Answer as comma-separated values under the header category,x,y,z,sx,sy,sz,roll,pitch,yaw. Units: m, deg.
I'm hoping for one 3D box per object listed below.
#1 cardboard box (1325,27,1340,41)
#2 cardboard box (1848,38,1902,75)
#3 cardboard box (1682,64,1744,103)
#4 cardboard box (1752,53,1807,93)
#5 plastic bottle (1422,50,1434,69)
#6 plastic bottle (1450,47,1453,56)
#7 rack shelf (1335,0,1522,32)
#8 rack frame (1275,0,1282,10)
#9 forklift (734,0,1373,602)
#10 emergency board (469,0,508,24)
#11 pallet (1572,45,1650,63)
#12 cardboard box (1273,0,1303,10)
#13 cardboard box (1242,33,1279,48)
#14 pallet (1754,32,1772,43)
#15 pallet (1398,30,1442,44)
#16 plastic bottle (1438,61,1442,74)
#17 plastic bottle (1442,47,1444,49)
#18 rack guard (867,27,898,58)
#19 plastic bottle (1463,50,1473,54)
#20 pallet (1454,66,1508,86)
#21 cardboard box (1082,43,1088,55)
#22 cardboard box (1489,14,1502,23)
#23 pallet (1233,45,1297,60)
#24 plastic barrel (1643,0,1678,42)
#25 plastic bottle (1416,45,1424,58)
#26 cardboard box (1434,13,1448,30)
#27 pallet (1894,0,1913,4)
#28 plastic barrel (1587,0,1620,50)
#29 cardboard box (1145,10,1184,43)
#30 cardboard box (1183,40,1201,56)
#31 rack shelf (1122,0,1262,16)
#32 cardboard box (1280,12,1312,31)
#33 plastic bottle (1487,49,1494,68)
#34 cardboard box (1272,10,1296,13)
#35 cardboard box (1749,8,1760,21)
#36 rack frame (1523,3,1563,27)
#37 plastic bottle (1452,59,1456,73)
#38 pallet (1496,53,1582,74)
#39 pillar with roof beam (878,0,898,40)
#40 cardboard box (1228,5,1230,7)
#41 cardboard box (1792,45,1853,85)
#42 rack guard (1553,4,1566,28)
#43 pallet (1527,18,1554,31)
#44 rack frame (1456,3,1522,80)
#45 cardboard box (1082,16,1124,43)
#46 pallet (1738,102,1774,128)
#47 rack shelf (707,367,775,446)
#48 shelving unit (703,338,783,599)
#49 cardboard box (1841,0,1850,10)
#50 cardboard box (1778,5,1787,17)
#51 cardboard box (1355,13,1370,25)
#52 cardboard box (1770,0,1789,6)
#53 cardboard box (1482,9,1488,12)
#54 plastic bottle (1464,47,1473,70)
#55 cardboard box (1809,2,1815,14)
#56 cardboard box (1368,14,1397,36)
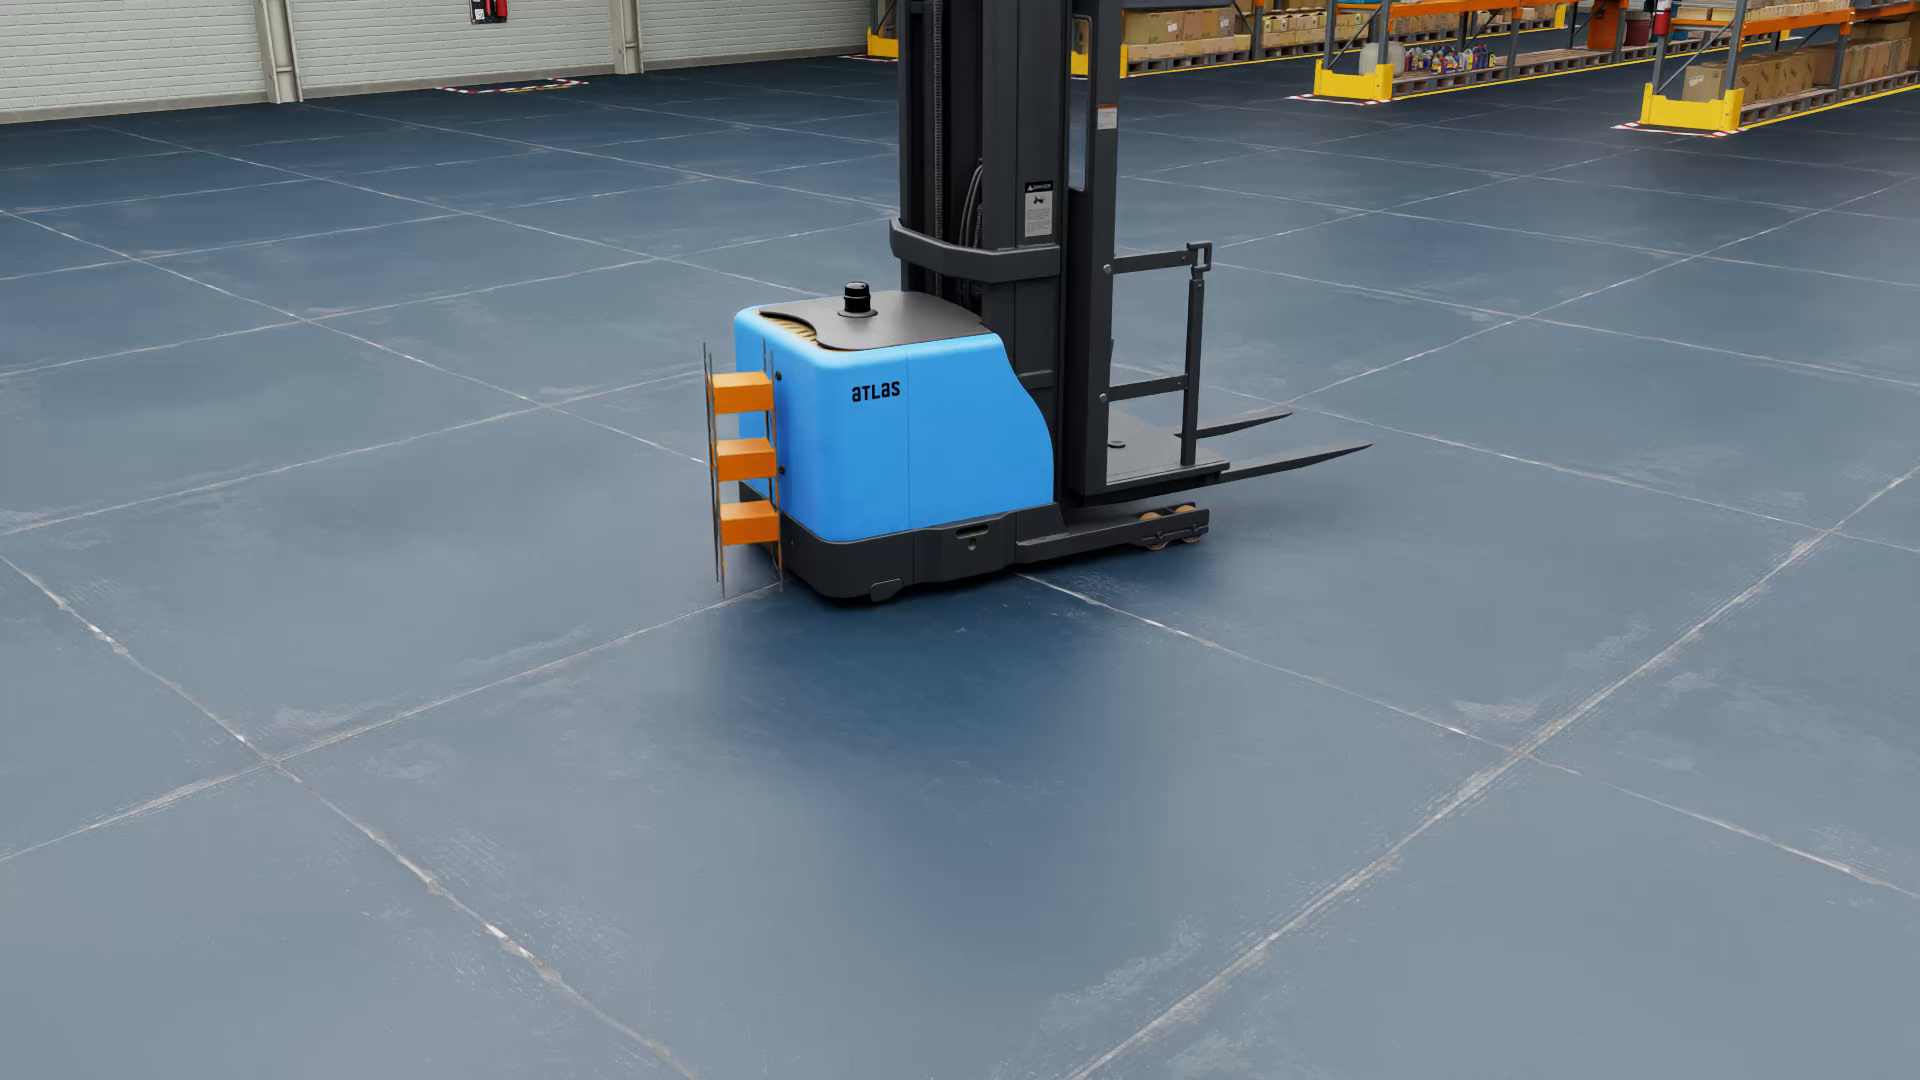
category,x,y,z,sx,sy,sz,roll,pitch,yaw
cardboard box,6.946,-9.723,31.939,0.500,0.250,0.500,-19,28,-41
cardboard box,14.112,-7.504,25.789,0.700,0.500,0.500,16,26,36
cardboard box,9.810,-5.918,21.689,0.500,0.500,0.500,-14,25,-32
cardboard box,11.451,-6.548,23.328,0.500,0.500,0.500,-11,23,-25
plastic bottle,7.439,-7.642,26.460,0.152,0.276,0.135,19,28,41
plastic bottle,7.938,-7.849,26.987,0.061,0.283,0.133,19,28,41
rack shelf,7.209,-8.150,25.601,1.077,0.370,4.000,19,28,41
rack frame,7.087,-13.536,38.611,1.000,3.000,0.127,19,28,41
forklift,0.549,-1.477,7.331,3.031,2.935,1.130,-11,24,-27
emergency board,-7.353,-8.680,25.976,0.194,1.169,0.643,19,28,41
pallet,11.914,-8.940,30.539,1.003,0.211,1.213,19,28,41
cardboard box,7.682,-12.732,39.417,0.700,0.500,0.500,20,29,41
cardboard box,5.516,-9.195,30.564,0.500,0.250,0.500,18,28,39
pallet,16.372,-10.581,34.809,1.003,0.211,1.213,19,28,41
pallet,9.247,-10.462,34.500,1.003,0.211,1.213,19,28,41
plastic bottle,7.374,-7.286,25.636,0.097,0.201,0.097,0,21,0
plastic bottle,7.862,-7.872,27.058,0.135,0.276,0.152,-19,28,-40
rack guard,-1.232,-9.304,31.085,1.175,0.500,0.348,19,28,41
plastic bottle,8.104,-7.678,26.552,0.152,0.276,0.135,19,28,41
pallet,8.105,-7.536,26.888,1.003,0.211,1.213,19,28,41
cardboard box,2.429,-8.337,28.331,0.500,0.250,0.500,19,28,41
cardboard box,11.682,-11.459,36.542,0.380,0.166,0.250,19,28,41
pallet,5.543,-9.138,31.056,1.003,0.211,1.213,19,28,41
plastic barrel,13.299,-9.956,31.635,0.600,0.901,0.708,19,28,41
plastic bottle,7.315,-7.708,26.526,0.144,0.351,0.185,19,28,40
cardboard box,9.798,-10.884,34.581,0.500,0.500,0.500,20,29,41
pallet,13.591,-8.180,24.943,1.003,0.211,1.213,19,28,41
plastic barrel,11.723,-9.341,30.137,0.600,0.830,0.708,19,28,41
cardboard box,3.488,-8.818,28.538,0.500,0.500,0.500,19,28,41
cardboard box,3.848,-8.593,28.996,0.500,0.250,0.500,19,28,41
rack shelf,3.662,-9.391,28.829,1.077,0.370,4.000,19,28,41
cardboard box,6.237,-9.720,31.147,0.500,0.311,0.500,18,27,39
plastic bottle,8.505,-7.731,26.681,0.133,0.283,0.061,-18,28,-39
cardboard box,6.196,-9.982,31.830,0.500,0.311,0.500,19,28,40
cardboard box,9.920,-6.688,21.144,0.380,0.149,0.250,19,28,41
rack frame,13.429,-13.326,38.063,1.000,3.000,0.127,19,28,41
plastic bottle,7.680,-7.398,25.930,0.097,0.201,0.097,0,21,0
pallet,9.975,-8.225,28.680,1.003,0.211,1.213,19,28,41
pillar with roof beam,1.668,-12.571,27.737,9.100,9.000,0.400,19,28,41
cardboard box,5.519,-12.080,37.234,0.750,0.750,0.750,19,28,40
cardboard box,12.596,-6.952,24.351,0.700,0.500,0.500,17,27,37
rack guard,13.376,-12.139,38.461,1.175,0.500,0.348,19,28,41
pallet,12.820,-11.799,37.979,1.003,0.211,1.213,19,28,41
rack frame,8.604,-9.000,26.810,1.000,3.000,0.127,19,28,41
cardboard box,2.428,-8.688,28.198,0.500,0.500,0.500,19,28,41
pallet,10.007,-5.650,21.981,1.003,0.211,1.213,19,28,41
rack shelf,-0.893,-0.547,6.768,0.240,0.259,0.215,-6,21,-15
shelving unit,-0.892,-0.290,6.863,0.252,1.050,0.215,-6,21,-15
cardboard box,12.213,-7.514,23.294,0.380,0.149,0.250,19,28,41
cardboard box,10.599,-6.952,21.830,0.380,0.149,0.250,19,28,41
cardboard box,7.659,-10.247,32.519,0.500,0.311,0.500,-19,28,-41
cardboard box,10.408,-7.329,21.907,0.875,0.500,0.500,19,28,41
cardboard box,11.356,-11.658,36.859,0.500,0.311,0.500,19,28,41
plastic bottle,8.002,-7.599,26.243,0.144,0.351,0.185,19,28,40
cardboard box,11.306,-7.206,22.491,0.380,0.149,0.250,19,28,41
cardboard box,8.370,-10.353,33.201,0.500,0.500,0.500,-19,28,-40
